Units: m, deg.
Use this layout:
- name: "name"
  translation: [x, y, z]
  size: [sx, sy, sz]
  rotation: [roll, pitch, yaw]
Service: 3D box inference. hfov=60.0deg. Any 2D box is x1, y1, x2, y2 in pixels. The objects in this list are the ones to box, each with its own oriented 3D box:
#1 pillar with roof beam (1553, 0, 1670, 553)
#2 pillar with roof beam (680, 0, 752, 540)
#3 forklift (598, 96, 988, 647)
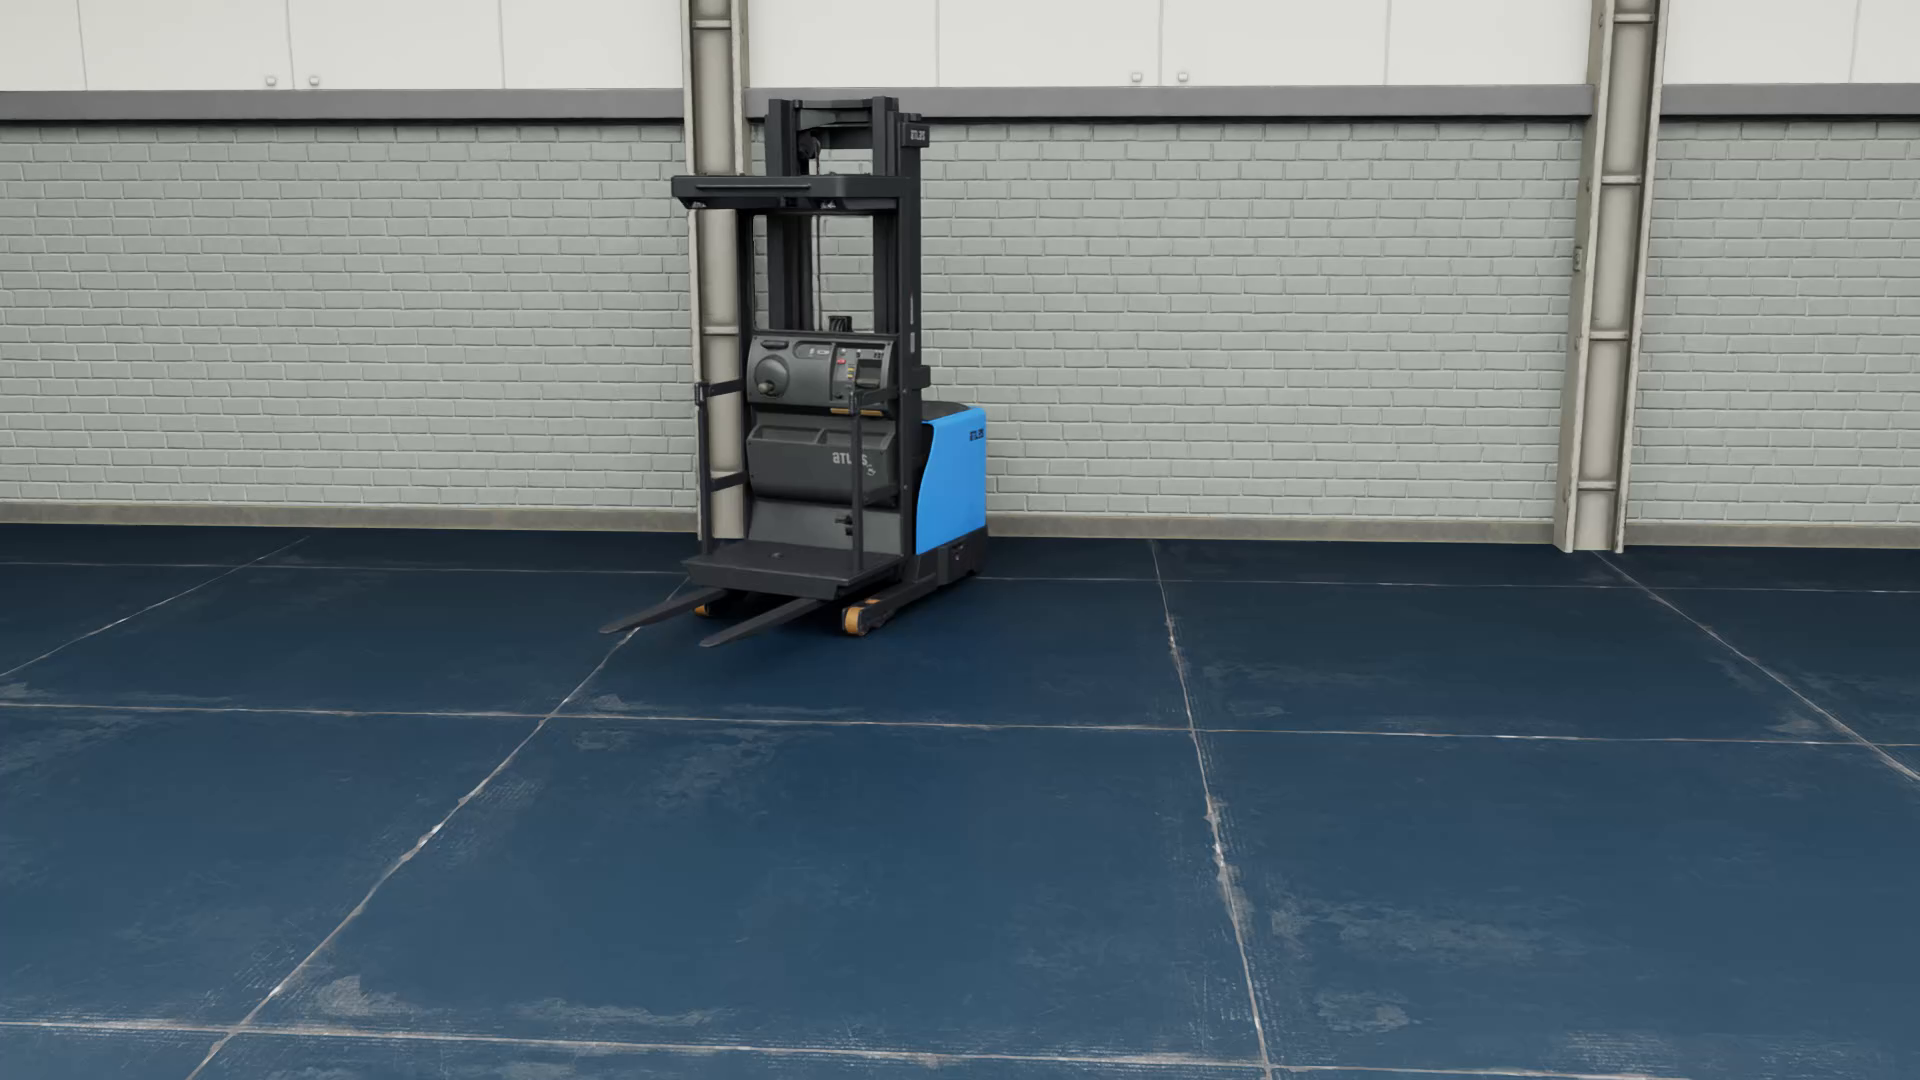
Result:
- name: "pillar with roof beam"
  translation: [4.052, -3.470, 6.378]
  size: [0.400, 9.000, 9.100]
  rotation: [1, 12, 4]
- name: "pillar with roof beam"
  translation: [-1.935, -3.552, 6.771]
  size: [0.400, 9.000, 9.100]
  rotation: [1, 12, 4]
- name: "forklift"
  translation: [-0.900, -1.003, 9.405]
  size: [1.130, 2.935, 3.031]
  rotation: [5, 13, 24]
